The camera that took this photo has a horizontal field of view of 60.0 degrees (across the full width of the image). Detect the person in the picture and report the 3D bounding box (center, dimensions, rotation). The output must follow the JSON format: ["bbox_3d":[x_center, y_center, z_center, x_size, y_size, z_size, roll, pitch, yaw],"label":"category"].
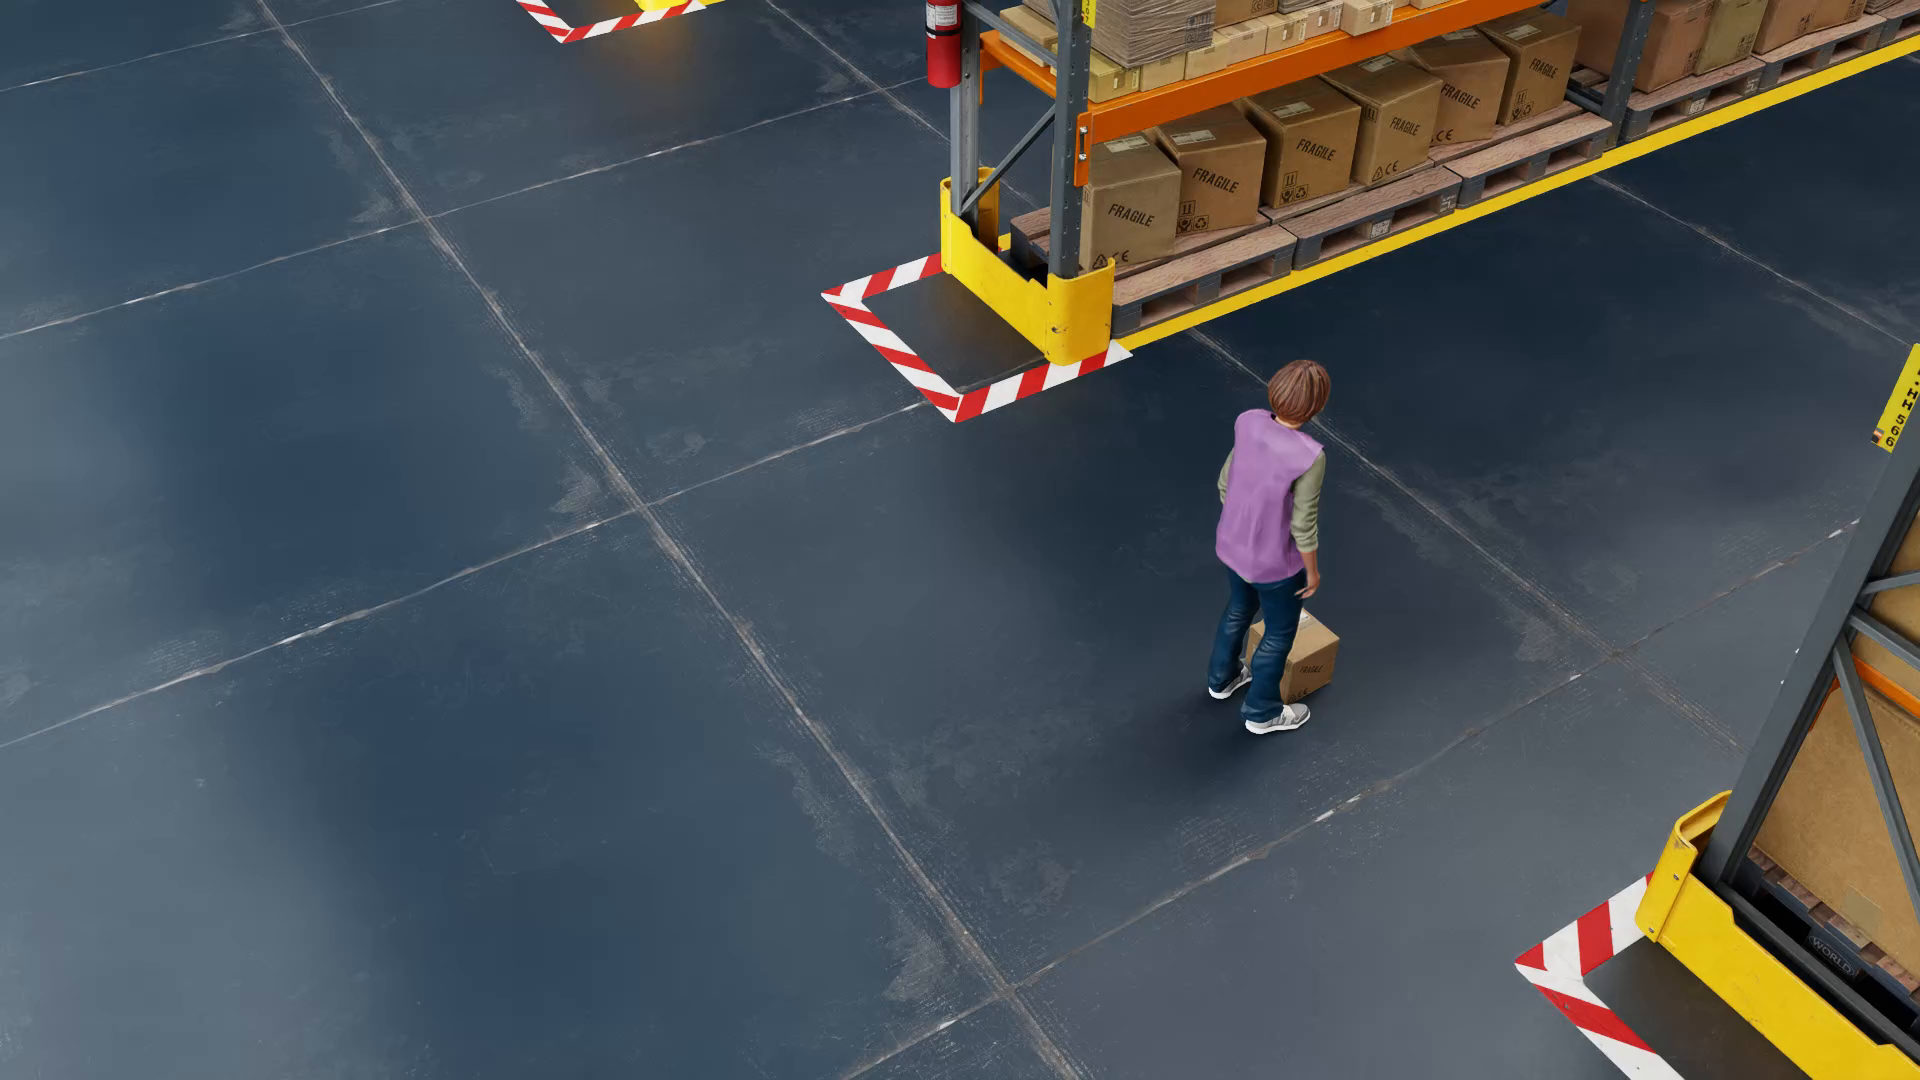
[{"bbox_3d":[1.129,0.041,6.120,0.344,1.593,0.485,-25,47,-26],"label":"person"}]
